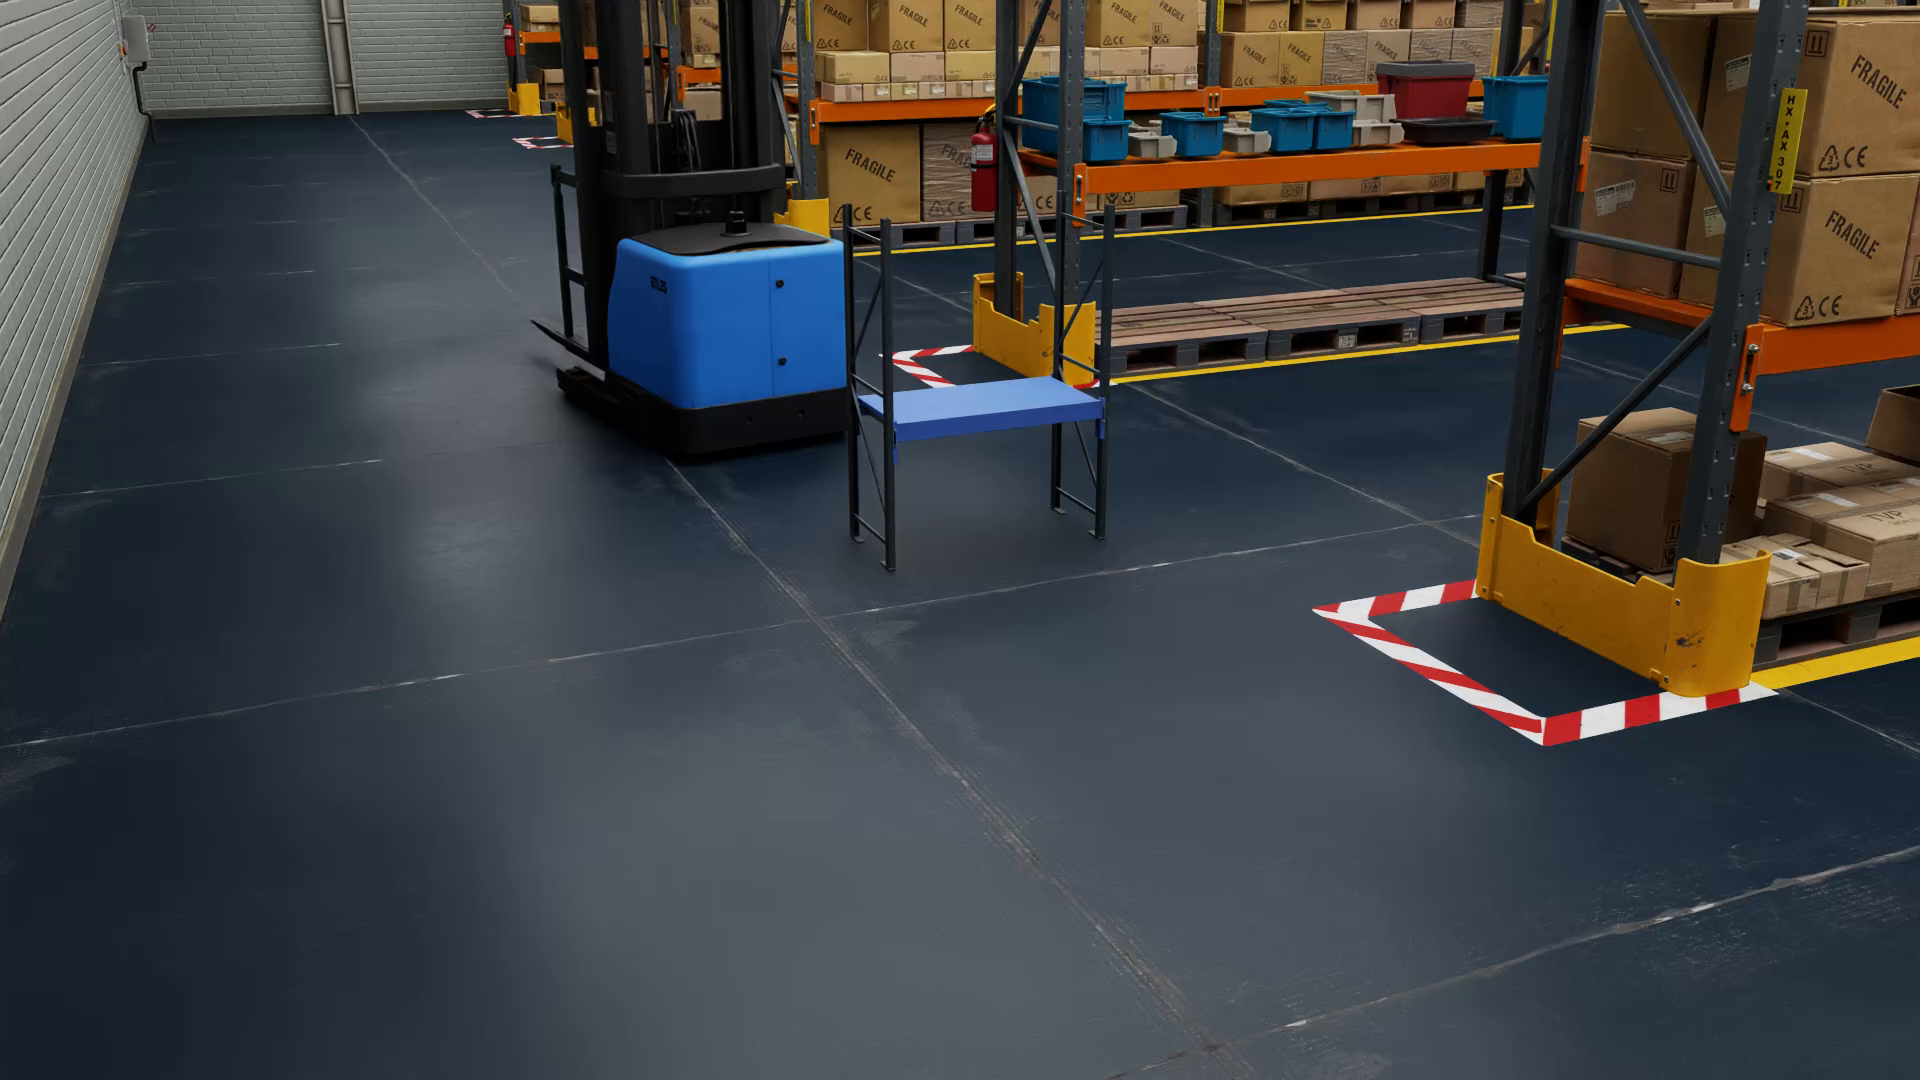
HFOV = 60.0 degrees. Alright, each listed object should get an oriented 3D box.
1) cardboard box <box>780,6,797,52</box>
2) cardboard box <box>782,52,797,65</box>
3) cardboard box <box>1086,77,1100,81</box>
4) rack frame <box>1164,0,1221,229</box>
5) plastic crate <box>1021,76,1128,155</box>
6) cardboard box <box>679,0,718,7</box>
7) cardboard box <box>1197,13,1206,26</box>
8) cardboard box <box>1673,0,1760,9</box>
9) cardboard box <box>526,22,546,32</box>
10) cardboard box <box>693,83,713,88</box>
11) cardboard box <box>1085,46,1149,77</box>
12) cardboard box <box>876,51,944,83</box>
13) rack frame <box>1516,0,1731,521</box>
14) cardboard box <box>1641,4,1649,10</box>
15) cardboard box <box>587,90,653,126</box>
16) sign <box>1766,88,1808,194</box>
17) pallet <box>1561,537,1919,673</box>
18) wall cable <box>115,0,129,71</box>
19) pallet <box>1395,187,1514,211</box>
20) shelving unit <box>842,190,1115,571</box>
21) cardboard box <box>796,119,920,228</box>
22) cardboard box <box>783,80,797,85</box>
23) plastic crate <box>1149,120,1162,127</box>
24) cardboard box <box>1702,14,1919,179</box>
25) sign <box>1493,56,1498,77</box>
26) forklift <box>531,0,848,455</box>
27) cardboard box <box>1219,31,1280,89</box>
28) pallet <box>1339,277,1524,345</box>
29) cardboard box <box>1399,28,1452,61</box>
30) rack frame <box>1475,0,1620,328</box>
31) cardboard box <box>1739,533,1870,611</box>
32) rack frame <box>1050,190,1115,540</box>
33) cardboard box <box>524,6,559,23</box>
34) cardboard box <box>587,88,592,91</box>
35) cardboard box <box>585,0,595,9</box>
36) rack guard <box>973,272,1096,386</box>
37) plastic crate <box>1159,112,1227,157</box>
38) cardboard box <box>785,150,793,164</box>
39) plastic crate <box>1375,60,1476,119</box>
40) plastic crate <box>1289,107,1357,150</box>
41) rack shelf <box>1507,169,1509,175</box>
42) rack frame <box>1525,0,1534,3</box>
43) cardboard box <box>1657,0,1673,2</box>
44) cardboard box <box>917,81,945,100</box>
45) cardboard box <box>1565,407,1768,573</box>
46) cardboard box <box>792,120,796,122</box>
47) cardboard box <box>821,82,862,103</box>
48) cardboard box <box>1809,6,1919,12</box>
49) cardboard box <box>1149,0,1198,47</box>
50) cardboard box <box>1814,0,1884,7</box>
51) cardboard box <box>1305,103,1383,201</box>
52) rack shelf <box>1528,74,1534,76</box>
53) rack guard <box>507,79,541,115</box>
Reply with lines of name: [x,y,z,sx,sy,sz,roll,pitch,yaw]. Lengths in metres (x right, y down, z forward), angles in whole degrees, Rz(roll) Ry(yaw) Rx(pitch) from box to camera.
cardboard box: [-1.900,-5.885,19.121,0.500,0.500,0.500,-8,21,-21]
cardboard box: [-2.003,-5.577,19.224,0.250,0.149,0.380,-8,21,-22]
cardboard box: [1.092,-4.190,15.284,0.250,0.149,0.380,-8,21,-21]
rack frame: [2.187,-4.584,16.025,0.127,3.000,1.000,-8,21,-22]
plastic crate: [0.709,-2.694,10.512,0.499,0.435,0.616,-8,21,-22]
cardboard box: [-2.840,-6.221,18.570,0.500,0.500,0.500,-8,21,-22]
cardboard box: [3.000,-6.548,20.902,0.250,0.149,0.380,-8,21,-22]
cardboard box: [8.748,-6.056,18.669,1.000,1.000,1.000,-8,21,-22]
cardboard box: [-6.970,-8.434,27.338,0.250,0.149,0.380,-8,21,-22]
cardboard box: [-4.431,-7.818,28.694,0.258,0.266,0.396,-7,21,-20]
cardboard box: [1.411,-4.447,15.413,0.500,0.250,0.500,-7,21,-20]
cardboard box: [-0.464,-4.179,14.651,0.500,0.250,0.500,-8,21,-23]
rack frame: [2.436,-1.036,5.946,0.053,2.616,0.949,-8,21,-22]
cardboard box: [9.480,-7.500,24.080,0.500,0.550,0.875,-8,21,-22]
cardboard box: [-4.845,-6.187,23.802,0.875,0.438,0.875,-9,21,-24]
sign: [2.650,-1.279,5.336,0.005,0.325,0.100,-8,21,-22]
pallet: [3.236,0.164,6.740,1.213,0.211,1.003,-8,21,-22]
wall cable: [-11.152,-7.241,22.042,0.122,1.984,0.588,-8,21,-22]
pallet: [5.106,-3.714,17.753,1.213,0.211,1.003,-8,21,-22]
shelving unit: [0.078,-0.719,7.305,1.048,1.500,0.538,-8,21,-22]
cardboard box: [-0.930,-3.362,15.122,0.875,0.875,0.875,-8,21,-22]
cardboard box: [-3.175,-8.133,29.237,0.500,0.500,0.500,-7,21,-20]
plastic crate: [1.425,-2.648,10.832,0.243,0.136,0.396,-8,21,-22]
cardboard box: [2.946,-1.533,5.704,0.500,0.500,0.500,-7,21,-20]
sign: [3.933,-3.372,12.166,0.005,0.325,0.100,-8,21,-22]
forklift: [-1.759,-2.262,9.534,1.130,2.935,3.031,-11,22,-29]
cardboard box: [2.708,-4.616,15.964,0.500,0.500,0.500,-8,21,-22]
pallet: [3.489,-1.650,11.890,1.213,0.211,1.003,-8,21,-22]
cardboard box: [4.569,-4.884,16.726,0.500,0.500,0.500,-9,21,-24]
rack frame: [4.149,-3.074,11.735,0.127,3.000,1.000,-8,21,-22]
cardboard box: [3.185,0.109,6.299,0.250,0.166,0.380,-8,21,-22]
rack frame: [0.545,-0.786,7.495,0.032,1.500,0.500,-8,21,-22]
cardboard box: [-6.858,-8.640,27.323,0.500,0.250,0.500,-8,21,-22]
cardboard box: [-6.376,-7.542,28.086,0.250,0.149,0.380,-9,21,-24]
cardboard box: [-4.858,-7.575,22.863,0.500,0.500,0.500,-9,21,-23]
rack guard: [0.459,-1.361,10.636,0.348,0.500,1.175,-8,21,-22]
plastic crate: [1.437,-2.516,10.312,0.300,0.233,0.416,-8,21,-22]
cardboard box: [-2.039,-4.503,19.454,0.250,0.149,0.380,-8,21,-21]
plastic crate: [3.230,-3.091,11.598,0.583,0.464,0.402,-8,21,-22]
plastic crate: [2.318,-2.642,10.670,0.300,0.233,0.416,-8,21,-22]
rack shelf: [5.985,-2.998,12.602,4.000,0.370,1.077,-8,21,-22]
rack frame: [7.661,-7.162,23.347,0.127,3.000,1.000,-8,21,-22]
cardboard box: [9.941,-8.099,24.156,0.550,0.550,0.875,-8,21,-22]
cardboard box: [-0.320,-3.988,14.711,0.250,0.149,0.380,-8,21,-23]
cardboard box: [2.836,-0.212,6.708,0.500,0.500,0.500,-8,21,-22]
cardboard box: [-1.801,-4.842,19.521,0.250,0.149,0.380,-7,21,-20]
cardboard box: [-1.029,-3.886,14.419,0.250,0.149,0.380,-8,21,-21]
cardboard box: [3.672,-1.834,6.558,0.500,0.500,0.500,-8,21,-20]
cardboard box: [1.871,-4.865,15.473,0.500,0.500,0.500,-8,21,-20]
cardboard box: [10.046,-6.277,18.730,0.500,0.500,0.500,-8,21,-22]
cardboard box: [3.587,-3.988,16.899,0.875,0.875,1.225,-9,21,-24]
rack shelf: [1.076,-8.974,22.558,12.004,5.032,15.950,-8,21,-22]
rack guard: [-7.311,-7.424,27.855,0.348,0.500,1.175,-8,21,-22]
